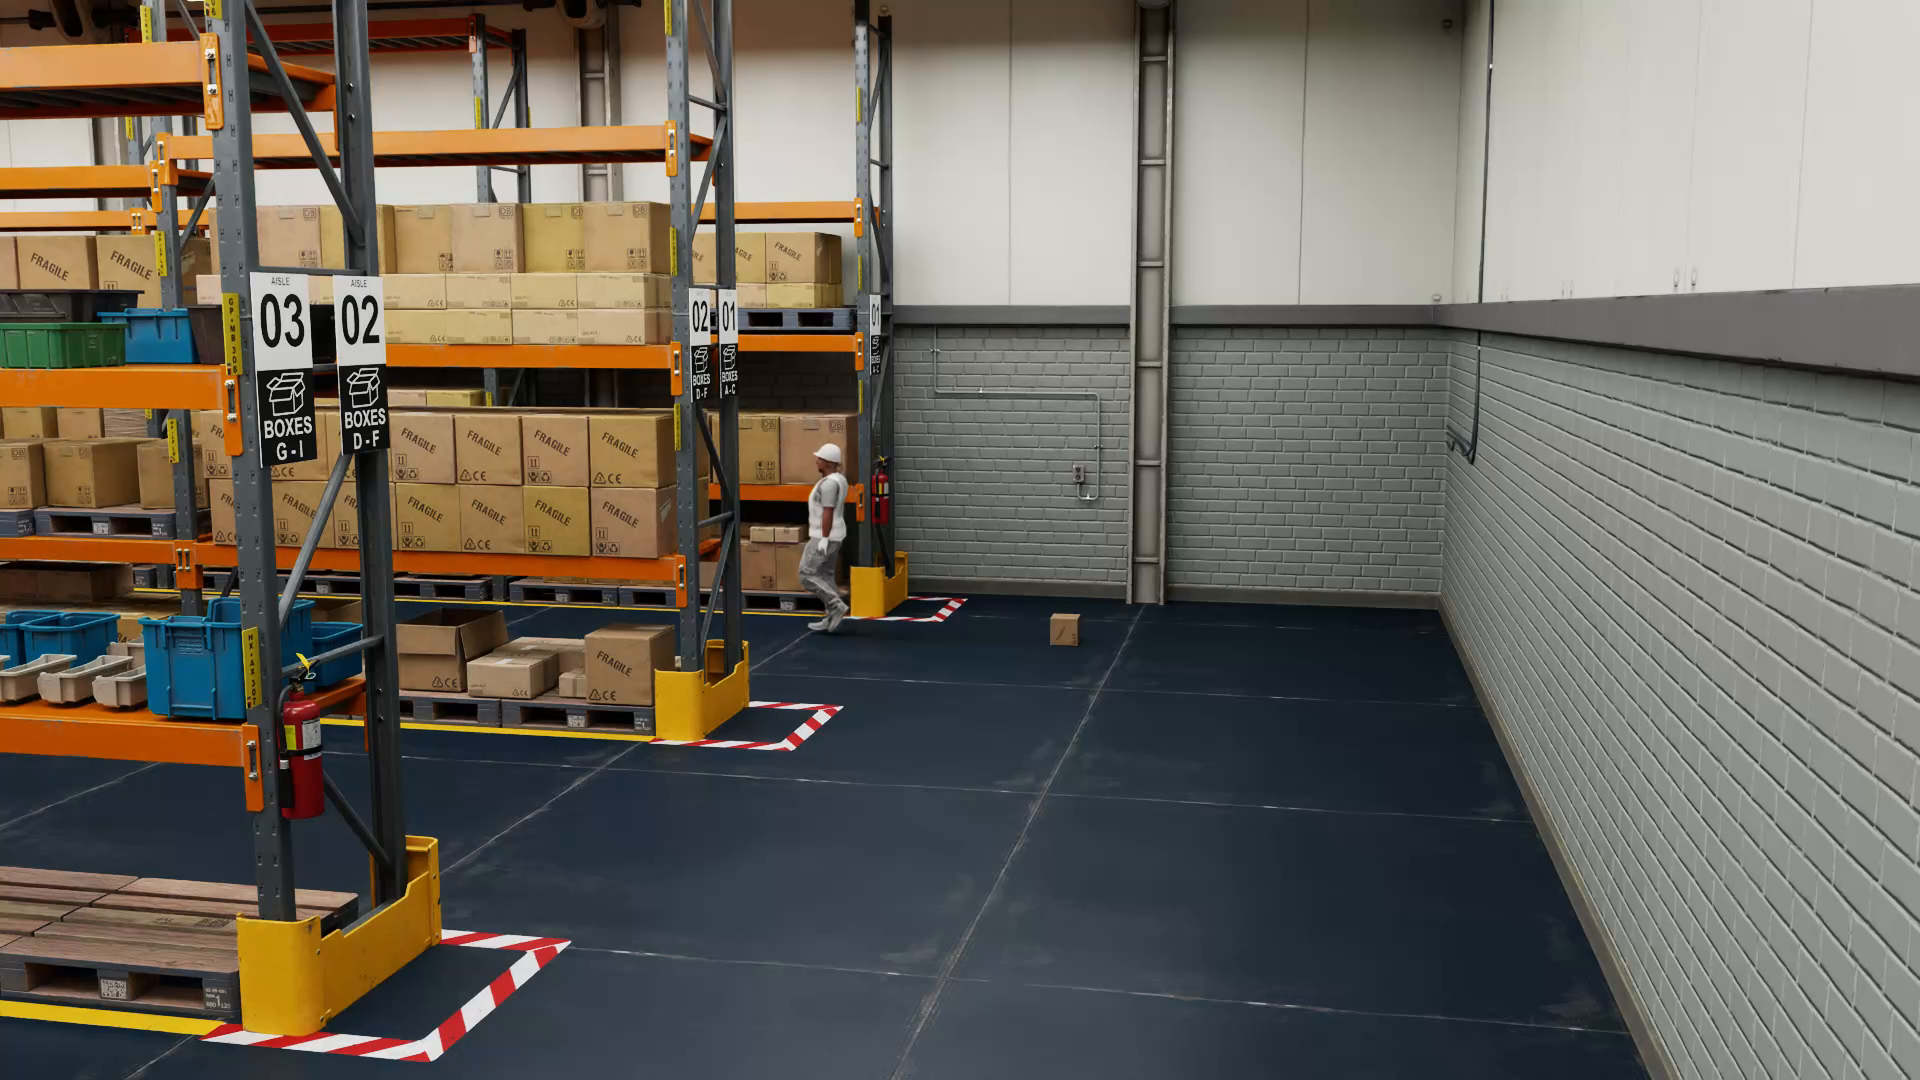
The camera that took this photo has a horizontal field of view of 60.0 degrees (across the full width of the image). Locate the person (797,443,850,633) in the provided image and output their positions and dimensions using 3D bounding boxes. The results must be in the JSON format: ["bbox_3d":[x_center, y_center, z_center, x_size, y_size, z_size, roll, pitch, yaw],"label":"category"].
[{"bbox_3d":[-1.260,-0.019,15.631,0.480,1.776,0.586,1,8,8],"label":"person"}]
